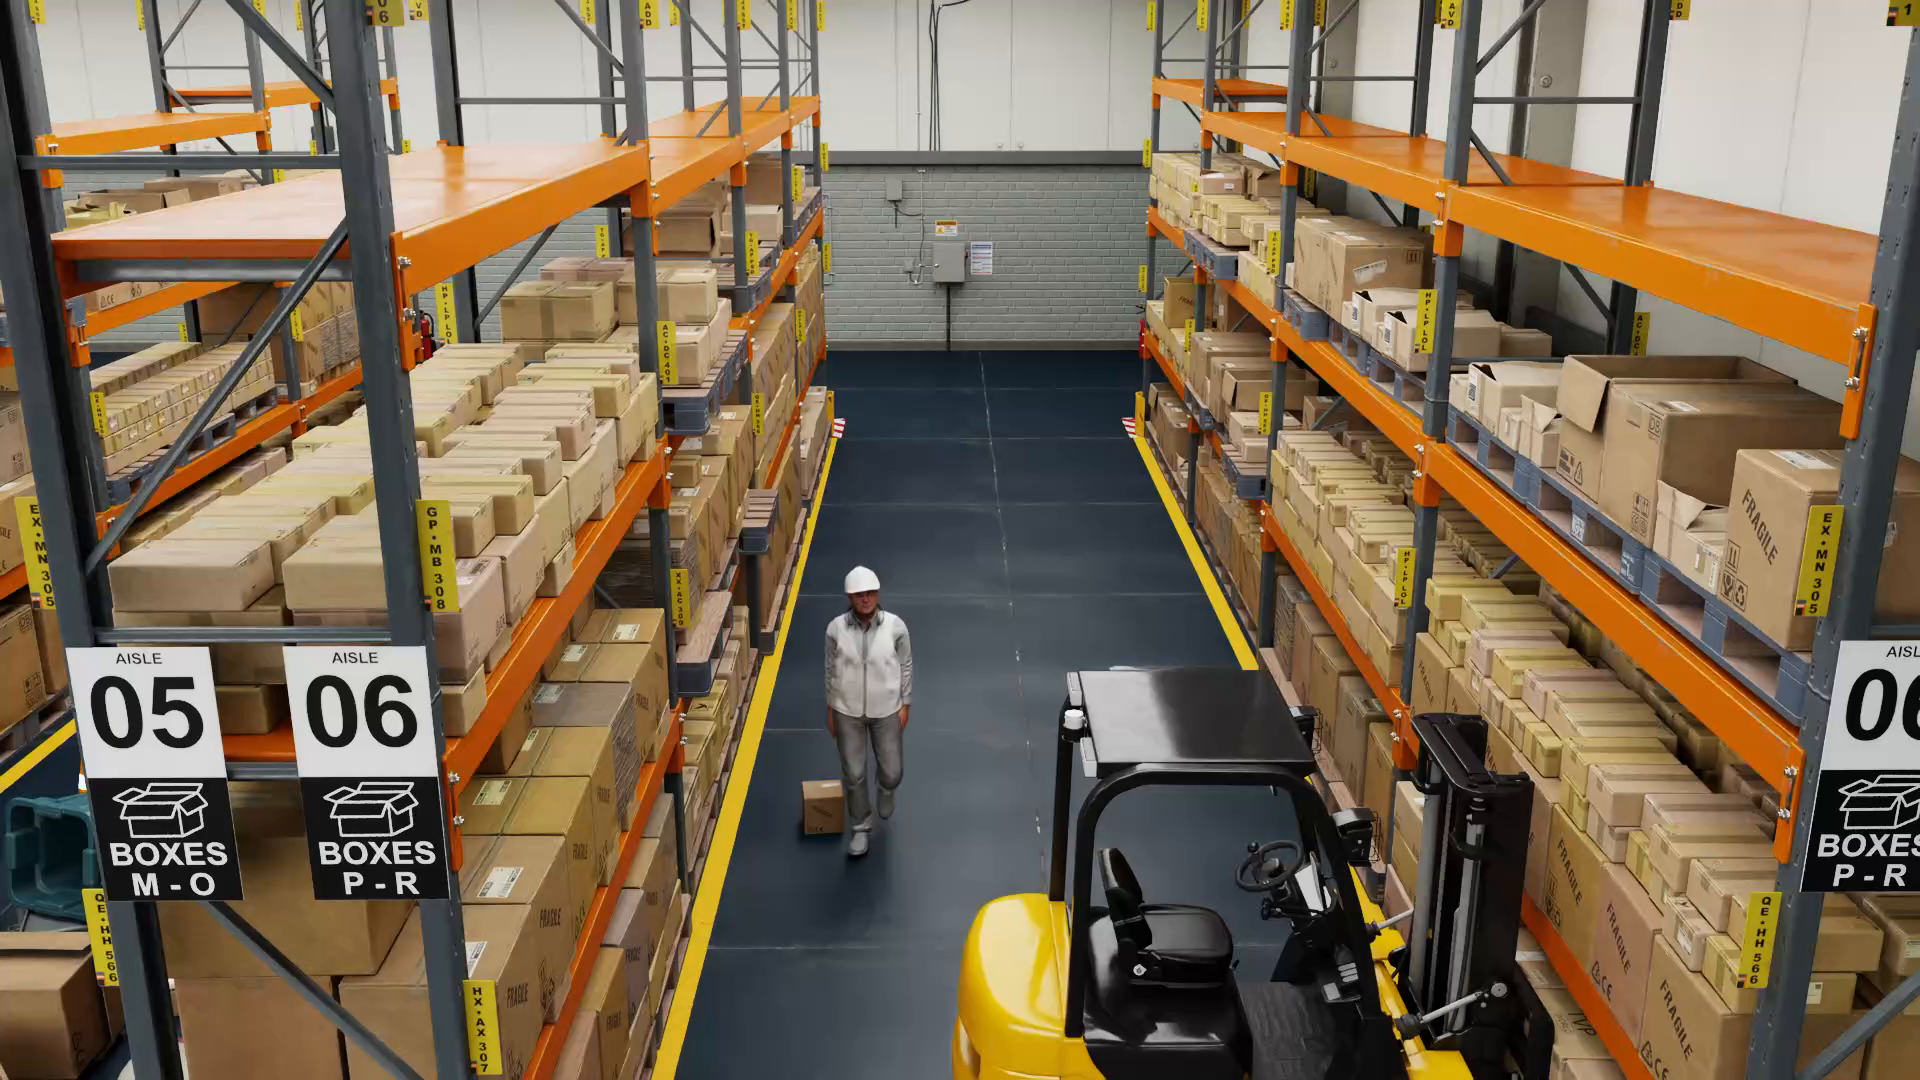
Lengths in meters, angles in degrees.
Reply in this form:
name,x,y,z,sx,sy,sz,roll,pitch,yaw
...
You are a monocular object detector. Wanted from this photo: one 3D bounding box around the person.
name,x,y,z,sx,sy,sz,roll,pitch,yaw
person,-0.555,1.007,10.142,0.541,1.759,0.625,0,17,-1
